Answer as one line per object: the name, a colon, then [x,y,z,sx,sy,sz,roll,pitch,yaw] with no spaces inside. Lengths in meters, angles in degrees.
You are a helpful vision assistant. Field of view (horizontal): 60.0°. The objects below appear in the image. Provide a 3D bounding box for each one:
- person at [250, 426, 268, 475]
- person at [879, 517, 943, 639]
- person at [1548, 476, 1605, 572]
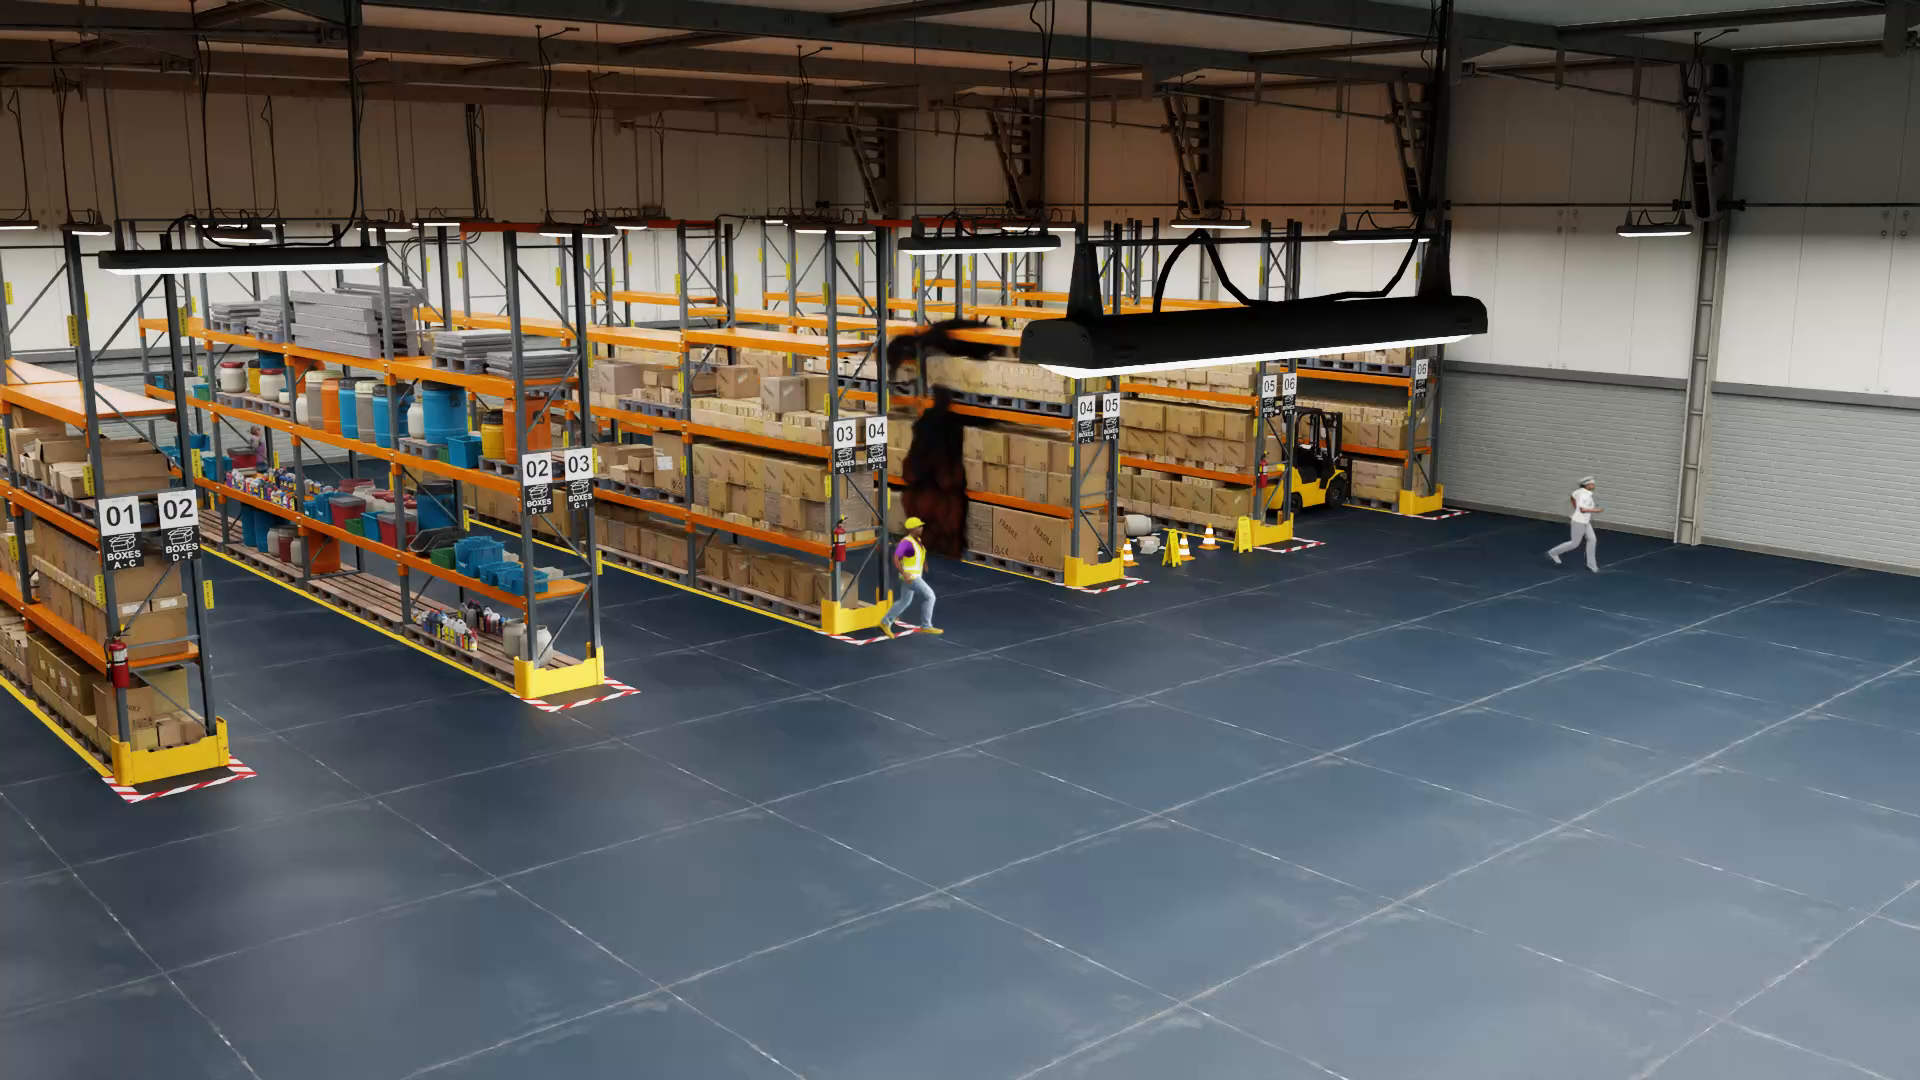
person: [-15.441,-1.768,36.531,0.567,1.481,0.535,-6,13,-27]
person: [-0.704,0.544,23.812,0.941,1.780,0.695,1,12,7]
person: [10.825,-0.283,29.150,0.910,1.743,0.593,6,13,25]
